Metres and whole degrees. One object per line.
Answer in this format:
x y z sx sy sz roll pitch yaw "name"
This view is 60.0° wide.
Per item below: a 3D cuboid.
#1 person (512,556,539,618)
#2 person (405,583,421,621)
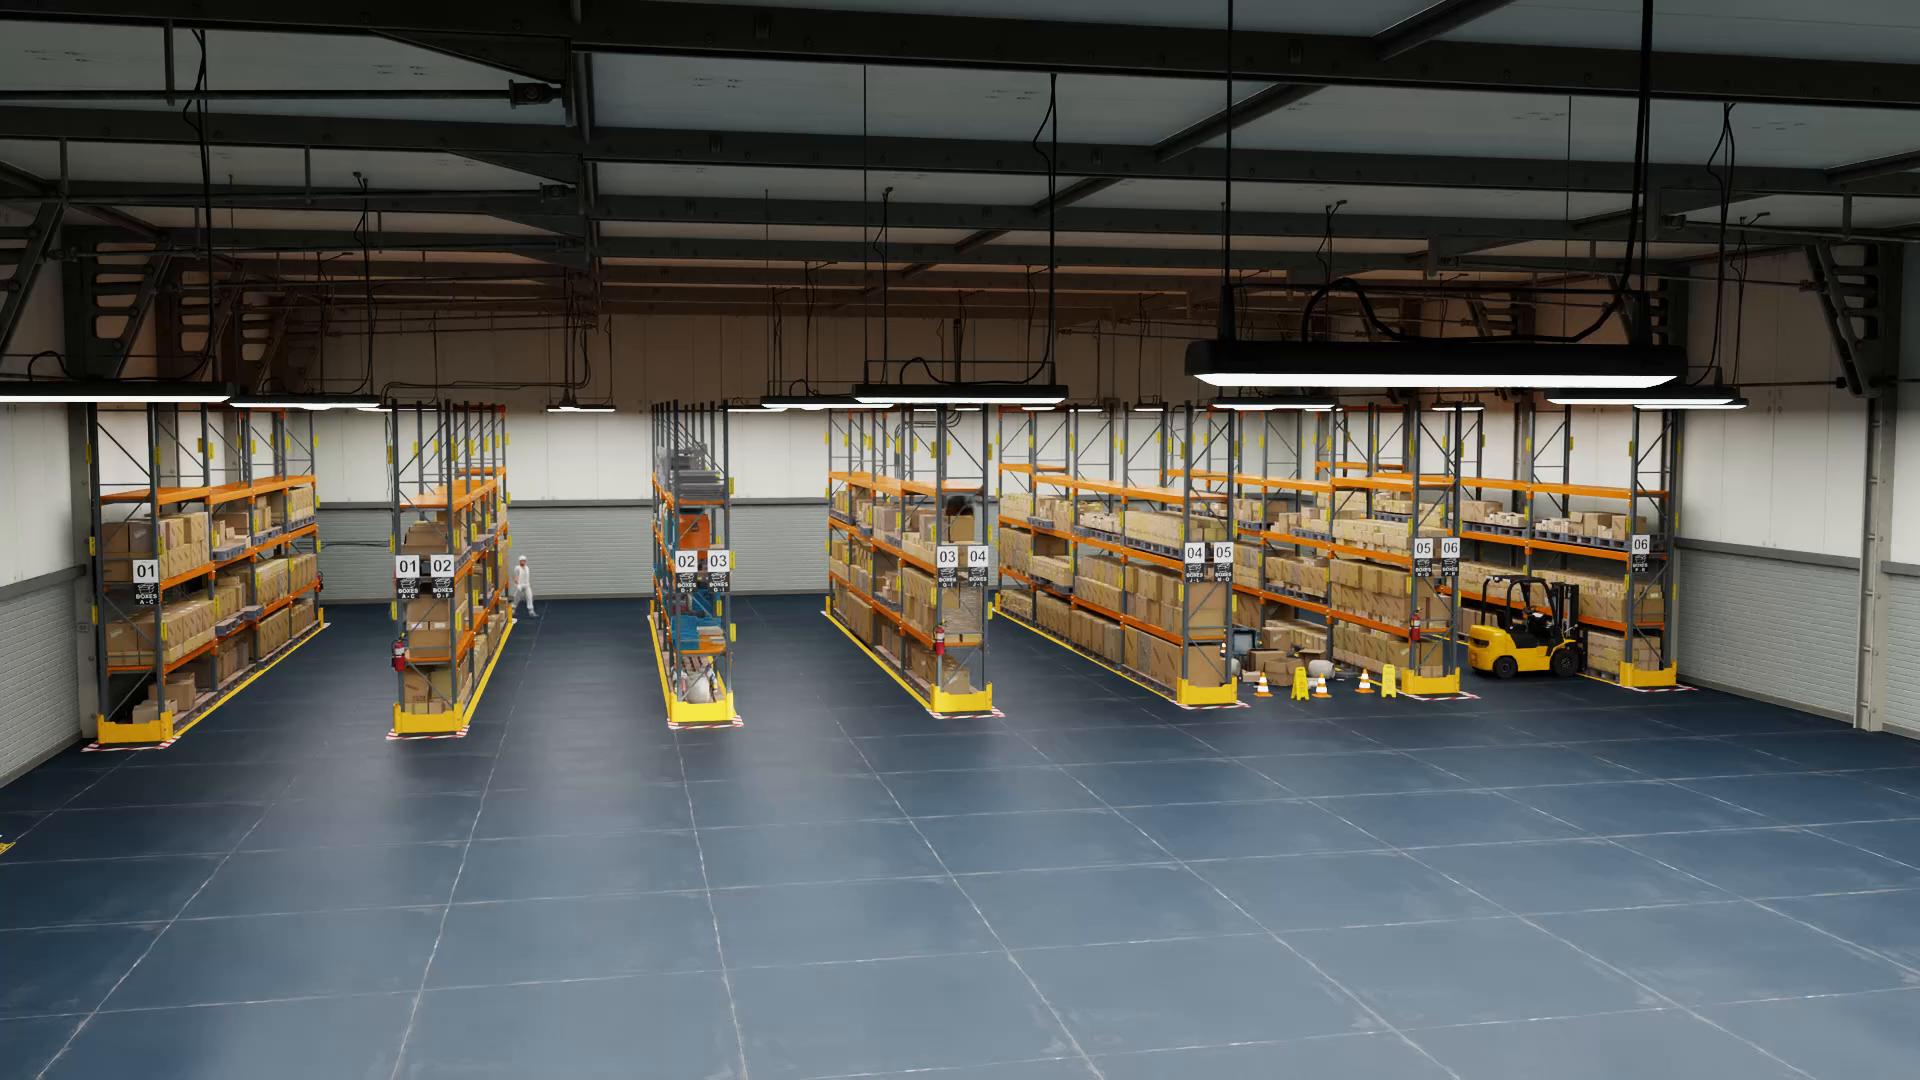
-12.298 1.315 46.883 1.056 1.744 0.611 4 6 44 "person"
-14.926 1.402 45.912 0.840 1.731 0.662 -3 6 -38 "person"
